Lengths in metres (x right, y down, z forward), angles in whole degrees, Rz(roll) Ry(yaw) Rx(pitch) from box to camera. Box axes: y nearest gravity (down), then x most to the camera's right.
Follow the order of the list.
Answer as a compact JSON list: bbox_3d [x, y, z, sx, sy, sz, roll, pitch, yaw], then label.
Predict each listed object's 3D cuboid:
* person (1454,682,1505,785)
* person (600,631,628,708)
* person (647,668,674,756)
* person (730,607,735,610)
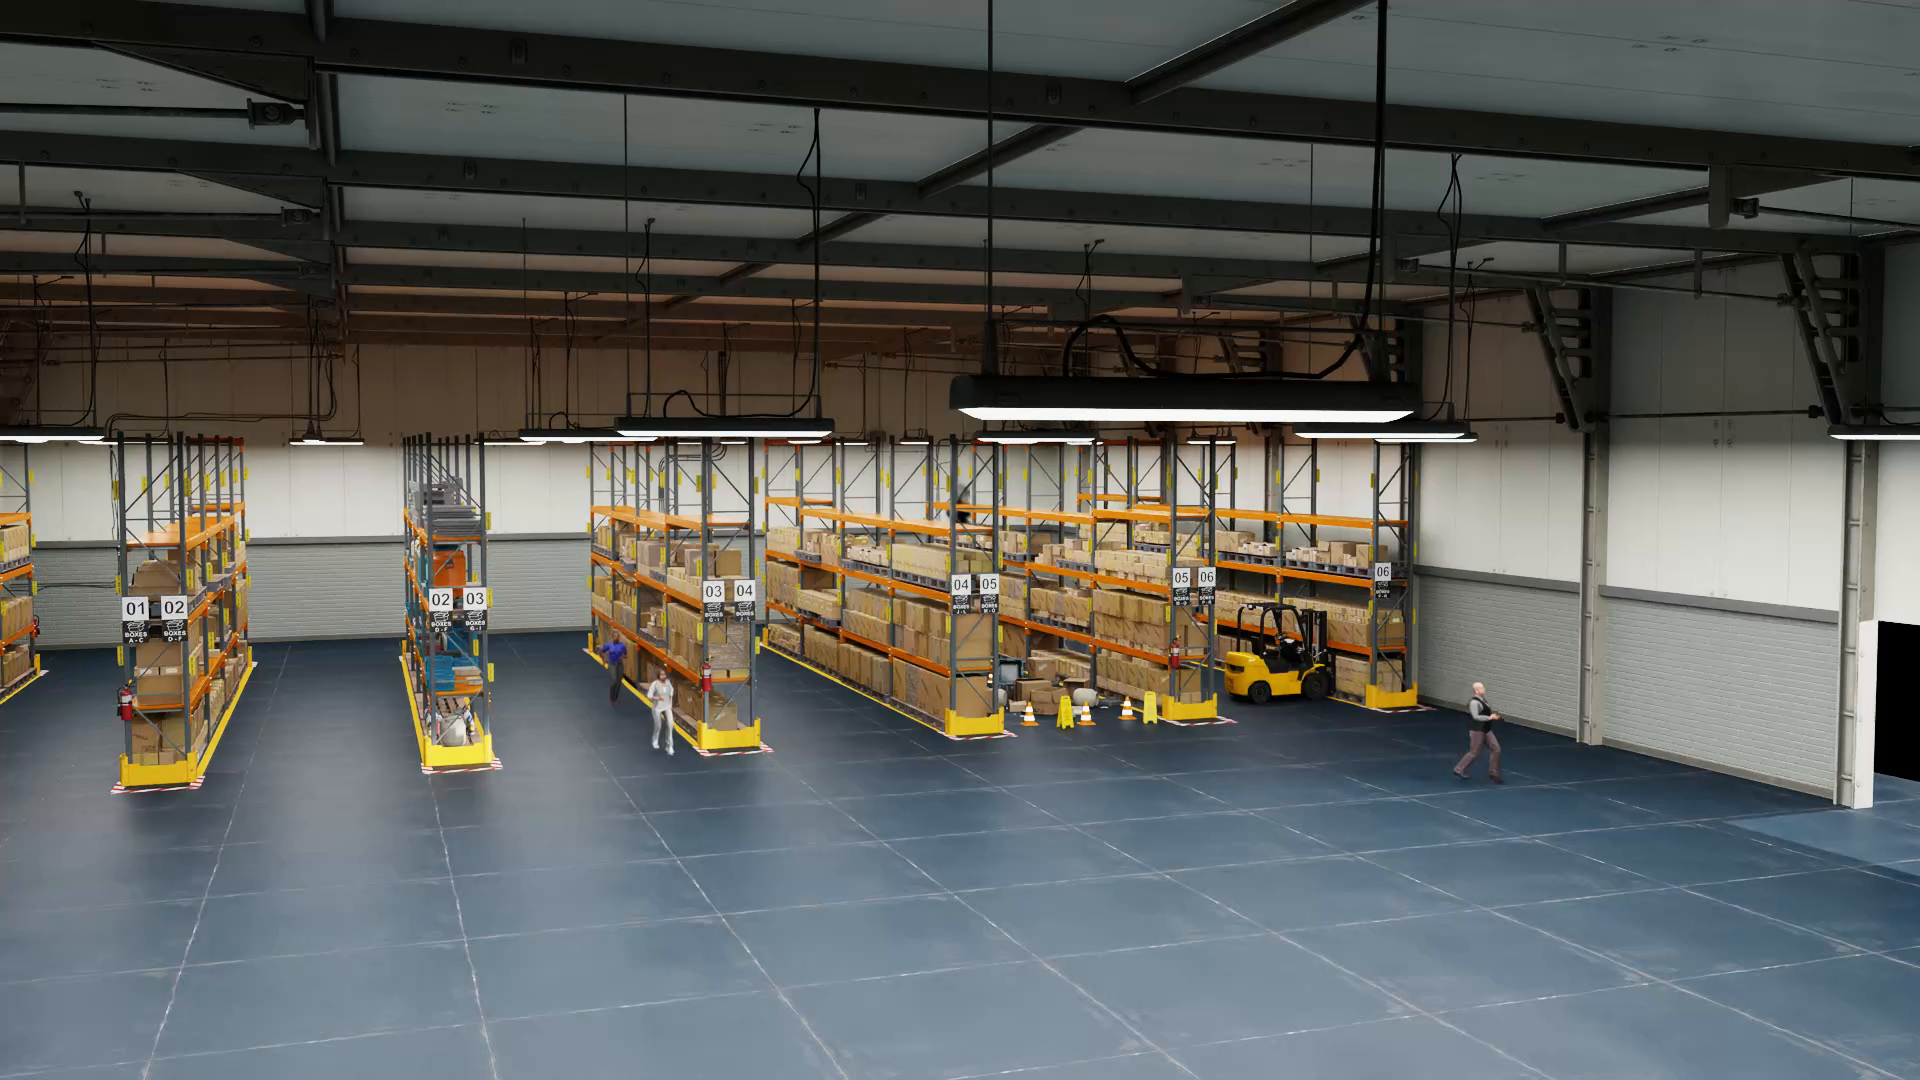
[{"bbox_3d":[8.889,3.305,28.413,0.822,1.757,0.661,2,4,36],"label":"person"},{"bbox_3d":[-7.618,2.866,36.768,0.541,1.700,0.722,-2,4,-31],"label":"person"},{"bbox_3d":[-5.608,3.202,31.187,0.562,1.620,0.801,-2,4,-28],"label":"person"},{"bbox_3d":[-6.168,2.267,46.010,0.651,1.839,0.835,-1,3,-20],"label":"person"}]
